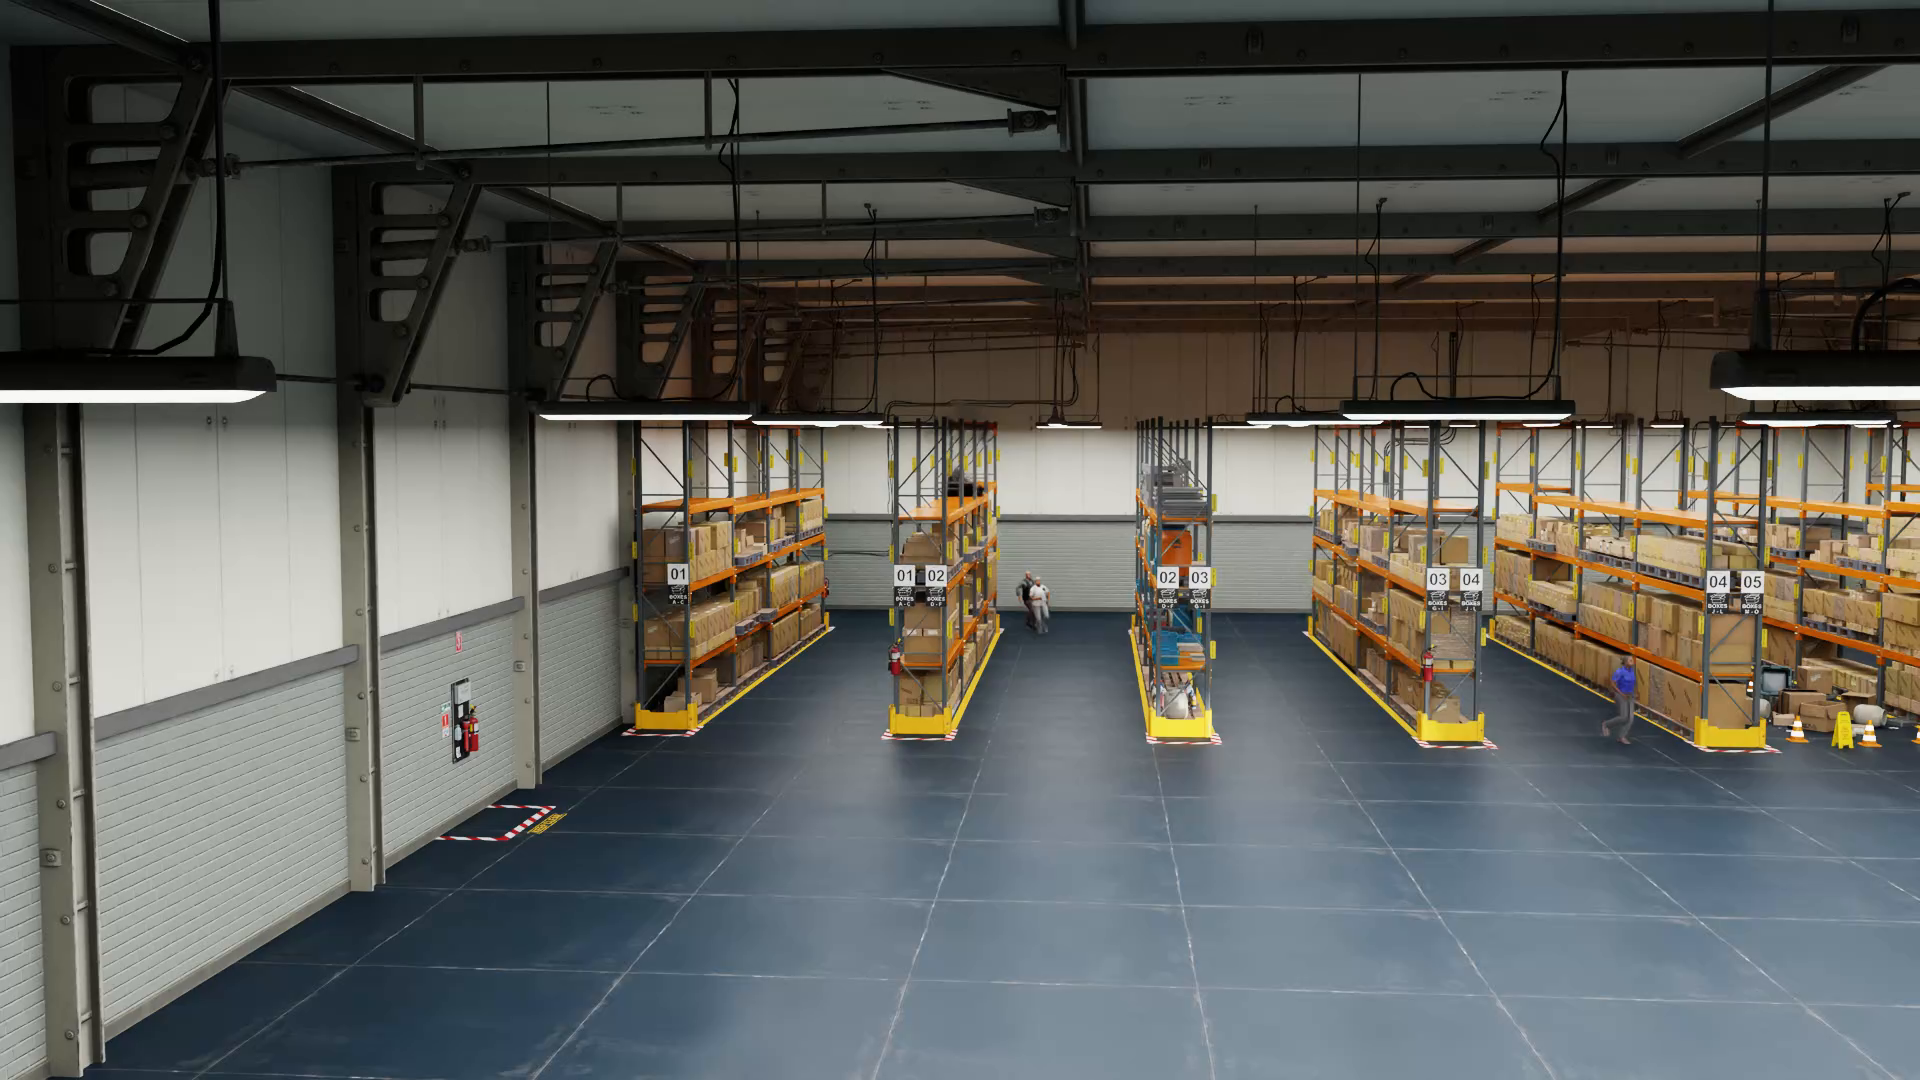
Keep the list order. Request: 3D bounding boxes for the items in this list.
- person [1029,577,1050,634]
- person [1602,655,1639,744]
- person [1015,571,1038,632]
[{"bbox_3d":[2.258,1.851,46.905,0.626,1.625,0.574,0,4,-7],"label":"person"},{"bbox_3d":[12.236,2.917,30.695,0.606,1.611,0.576,-2,4,-32],"label":"person"},{"bbox_3d":[1.974,1.759,47.743,0.732,1.763,0.736,-4,5,-44],"label":"person"}]
